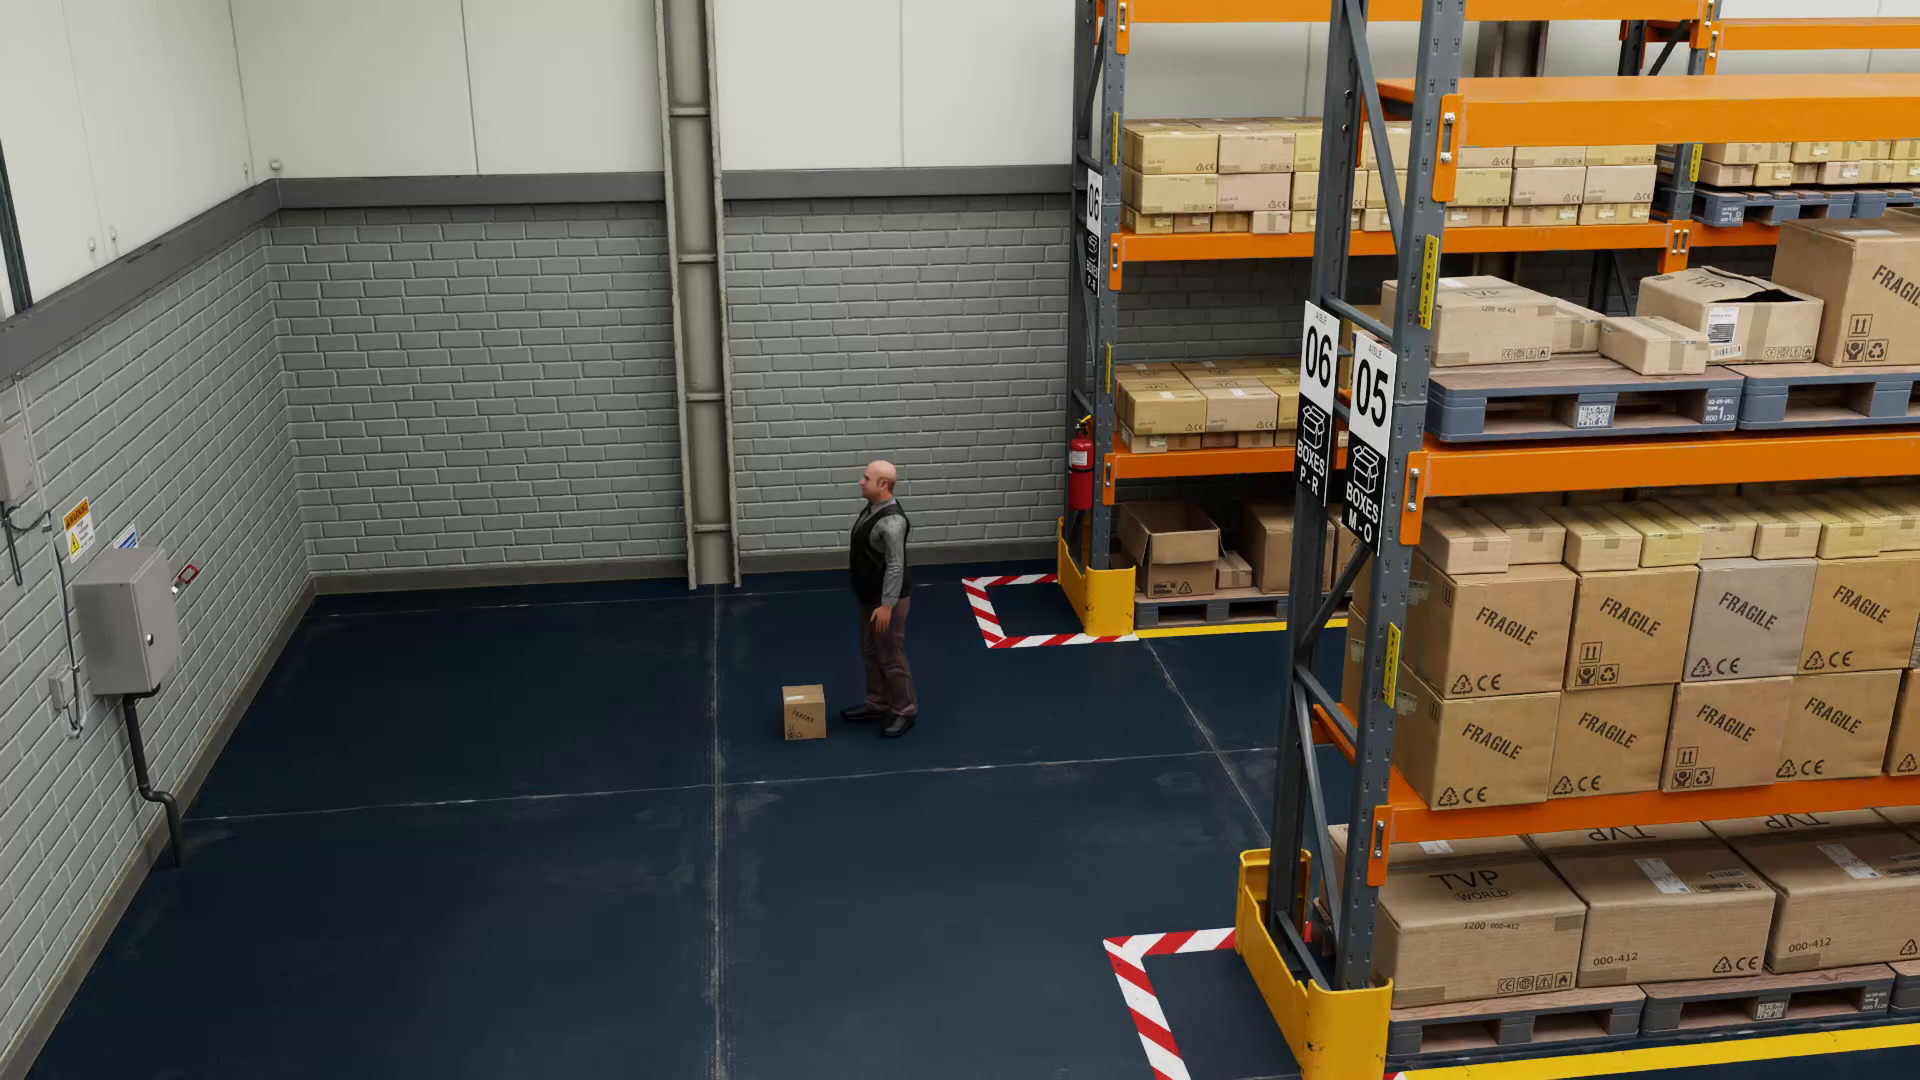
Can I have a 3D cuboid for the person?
[{"bbox_3d":[-0.494,0.353,10.112,0.455,1.724,0.560,-6,21,-15],"label":"person"}]
